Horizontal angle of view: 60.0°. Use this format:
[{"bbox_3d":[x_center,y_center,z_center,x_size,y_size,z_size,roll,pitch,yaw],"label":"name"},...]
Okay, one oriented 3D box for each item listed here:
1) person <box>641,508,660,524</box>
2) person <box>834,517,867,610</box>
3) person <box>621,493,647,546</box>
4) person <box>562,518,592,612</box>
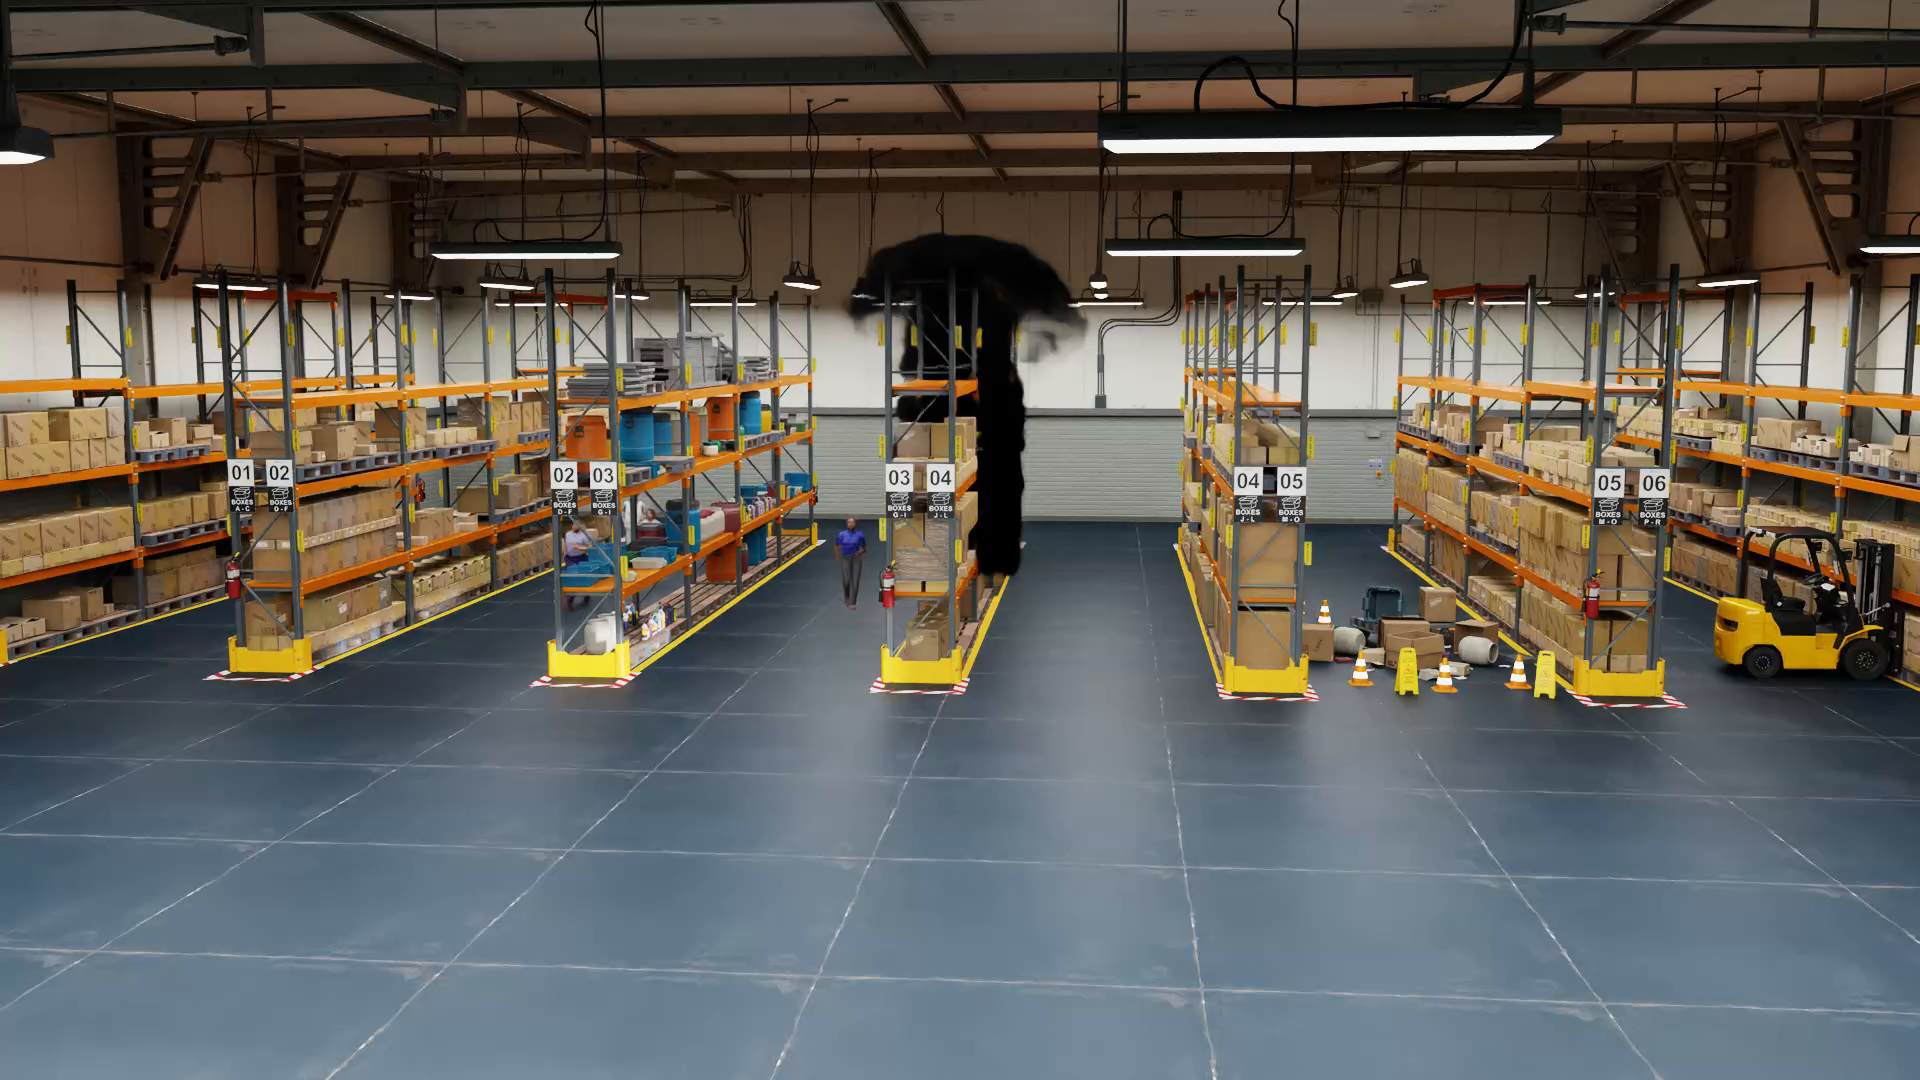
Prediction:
[{"bbox_3d":[-6.308,0.131,33.813,0.545,1.550,0.513,0,7,0],"label":"person"},{"bbox_3d":[-1.893,0.440,28.824,0.574,1.581,0.528,-1,7,-5],"label":"person"},{"bbox_3d":[-7.130,-0.277,36.398,0.583,1.752,0.798,-1,7,-9],"label":"person"},{"bbox_3d":[-7.102,0.437,30.845,0.589,1.688,0.830,0,7,0],"label":"person"}]
